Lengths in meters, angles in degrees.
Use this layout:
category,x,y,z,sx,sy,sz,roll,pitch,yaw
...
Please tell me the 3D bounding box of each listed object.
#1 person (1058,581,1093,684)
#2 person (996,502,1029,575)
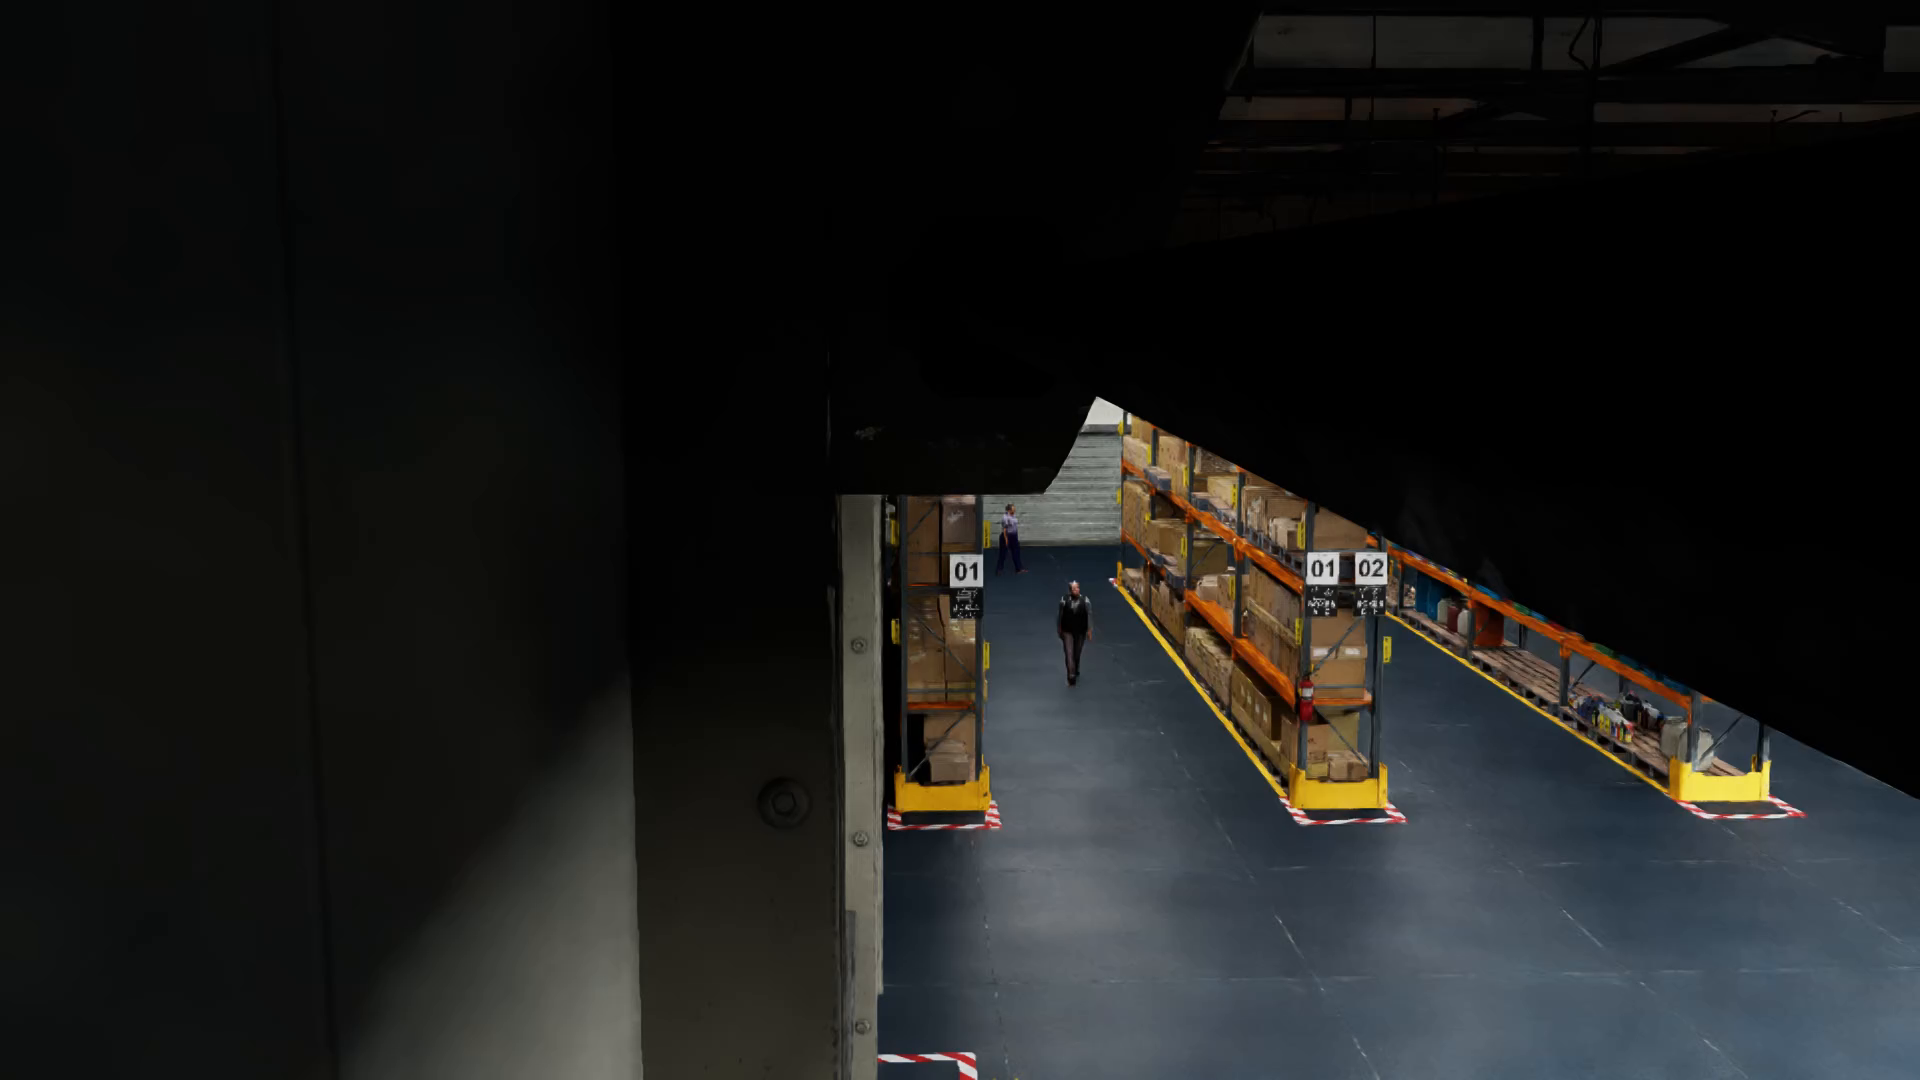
category,x,y,z,sx,sy,sz,roll,pitch,yaw
person,1.900,1.493,27.287,0.555,1.673,1.029,-1,8,-4
person,1.154,-0.043,37.749,0.563,1.629,0.734,6,10,35
